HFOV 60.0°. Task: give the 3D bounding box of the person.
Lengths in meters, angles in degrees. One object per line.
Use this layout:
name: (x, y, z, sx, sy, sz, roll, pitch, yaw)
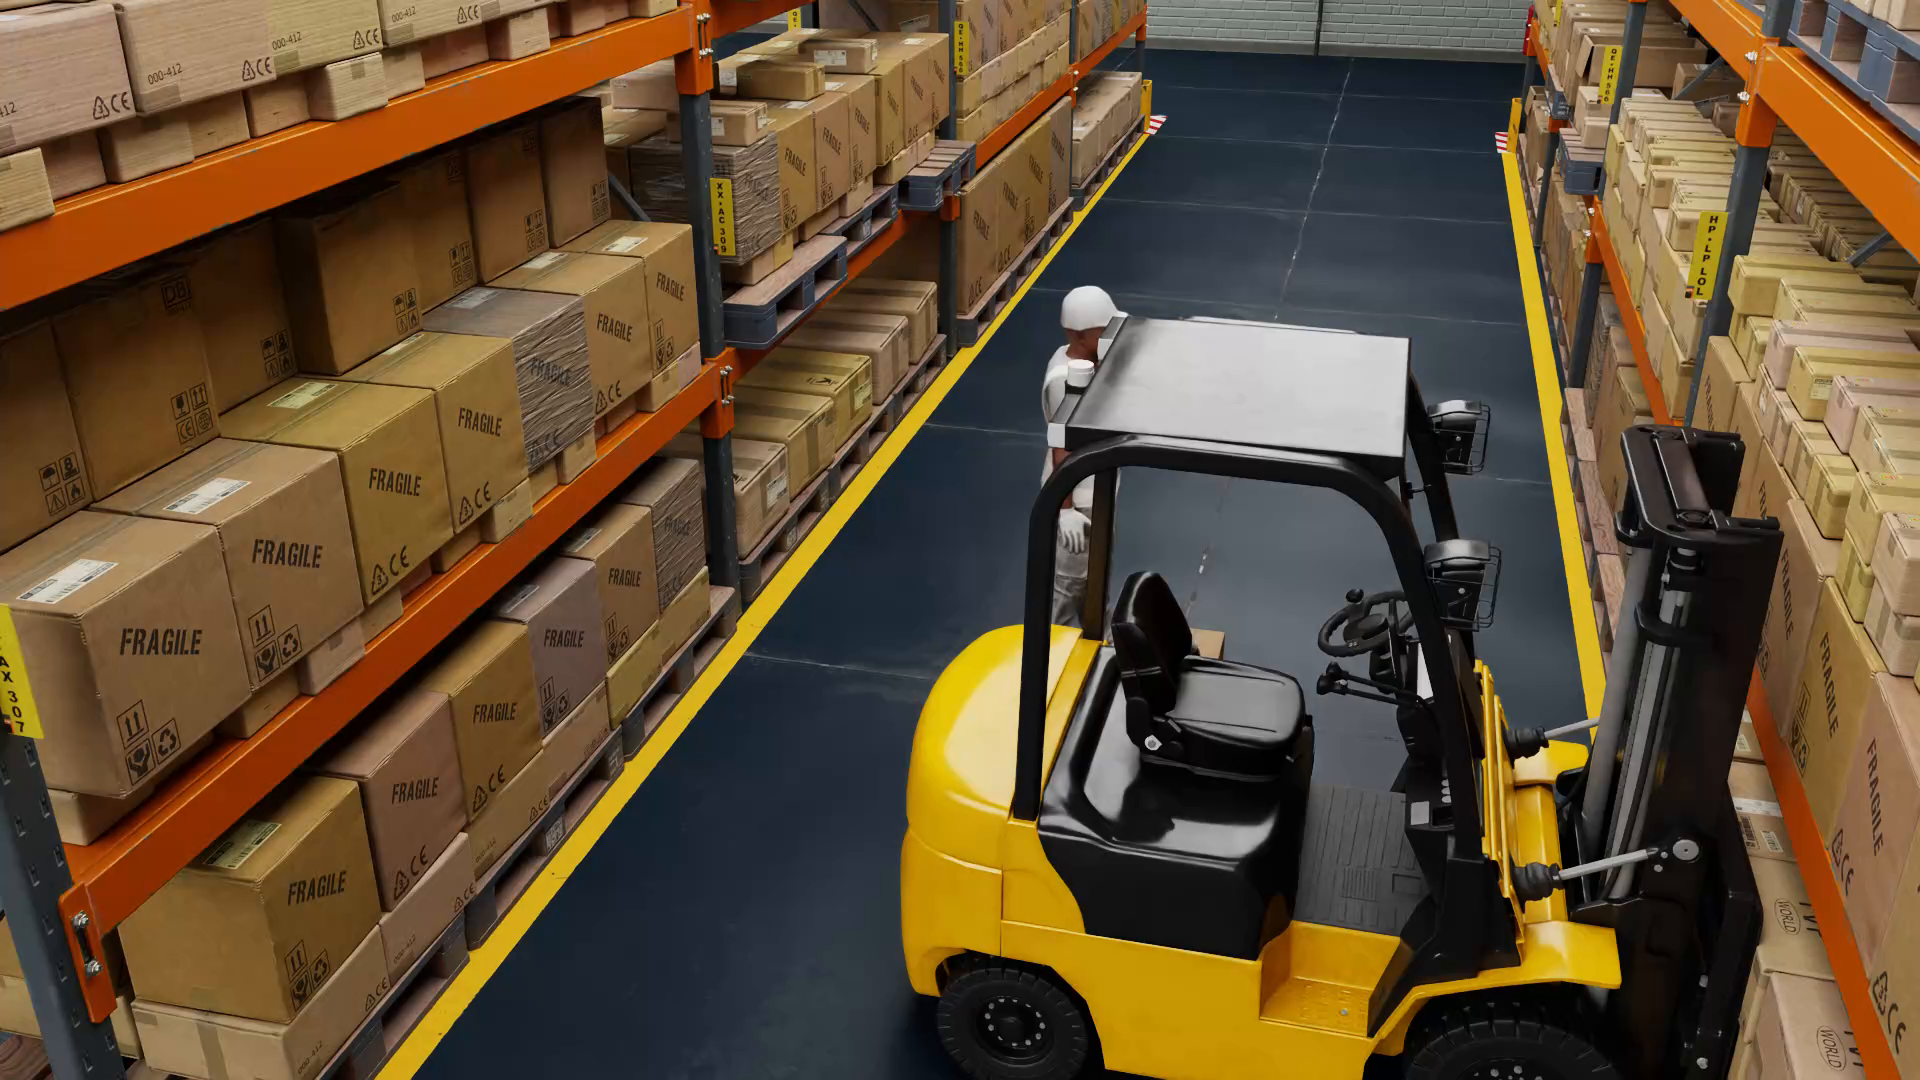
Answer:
person: (0.573, -0.198, 7.000, 0.555, 1.789, 0.581, 4, 25, 8)
